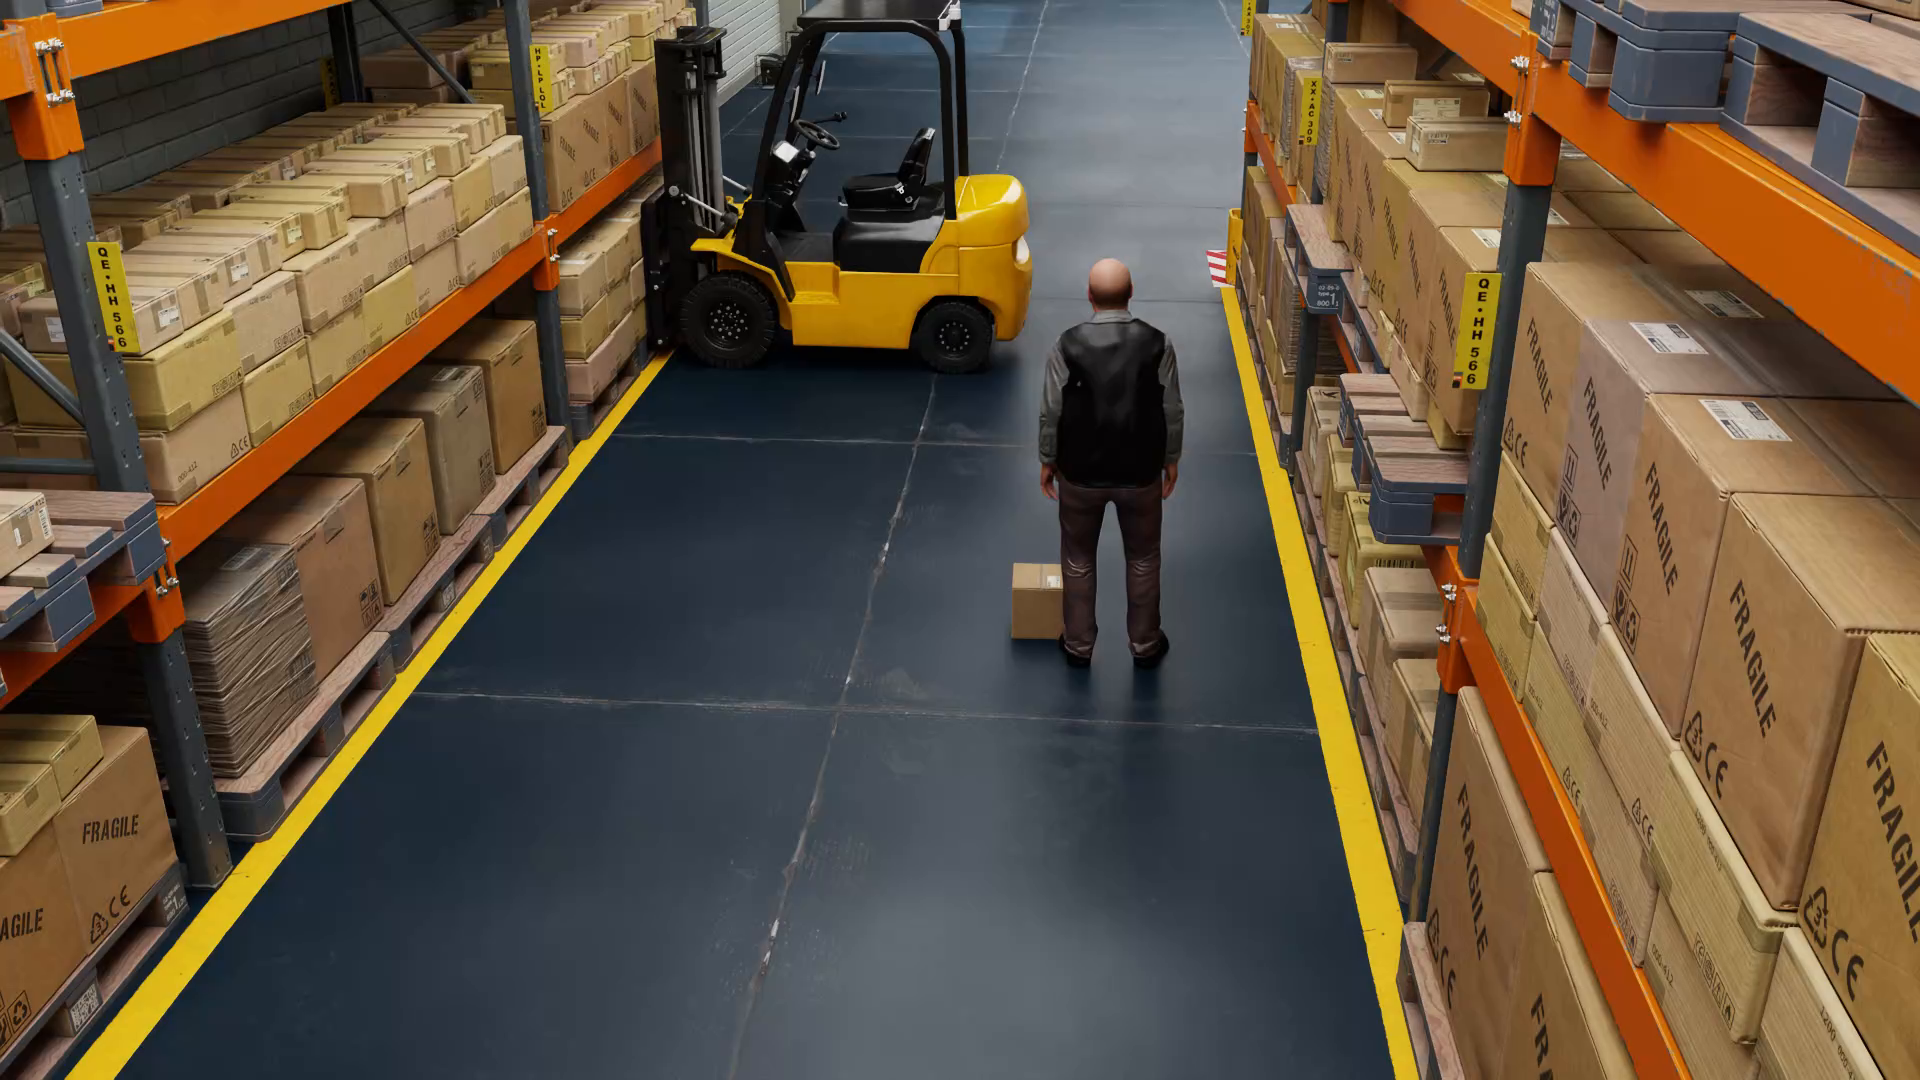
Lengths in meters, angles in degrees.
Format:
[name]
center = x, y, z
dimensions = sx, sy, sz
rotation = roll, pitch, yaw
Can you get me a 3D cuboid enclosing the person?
[person]
center = 0.607, -0.276, 6.744
dimensions = 0.588, 1.720, 0.420
rotation = 0, 24, 1
